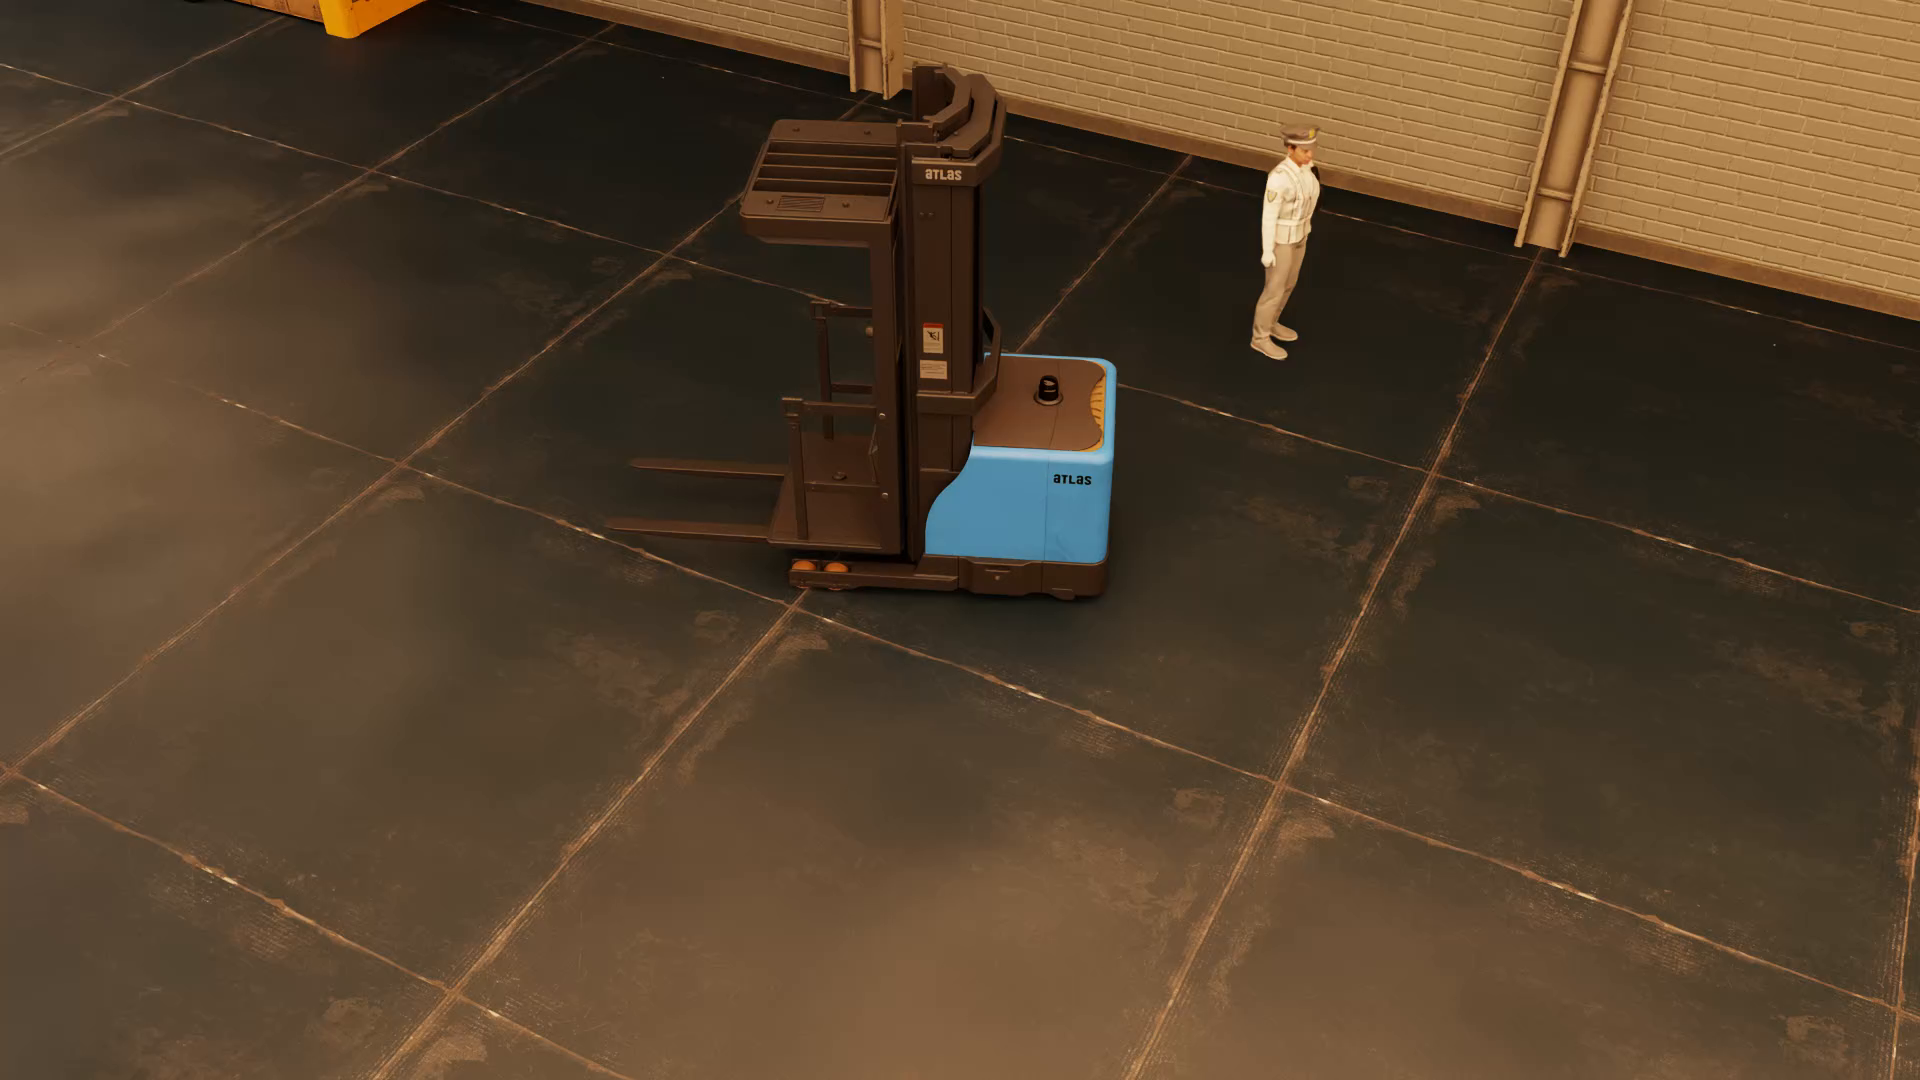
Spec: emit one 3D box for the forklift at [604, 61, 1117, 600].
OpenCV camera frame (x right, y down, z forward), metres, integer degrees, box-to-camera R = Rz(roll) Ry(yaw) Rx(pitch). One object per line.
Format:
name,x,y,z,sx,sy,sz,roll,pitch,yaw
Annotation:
forklift,-0.606,-1.157,9.360,3.031,2.935,1.130,3,40,4

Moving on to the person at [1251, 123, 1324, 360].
person,2.255,-2.067,11.414,0.355,1.685,0.535,25,46,26
